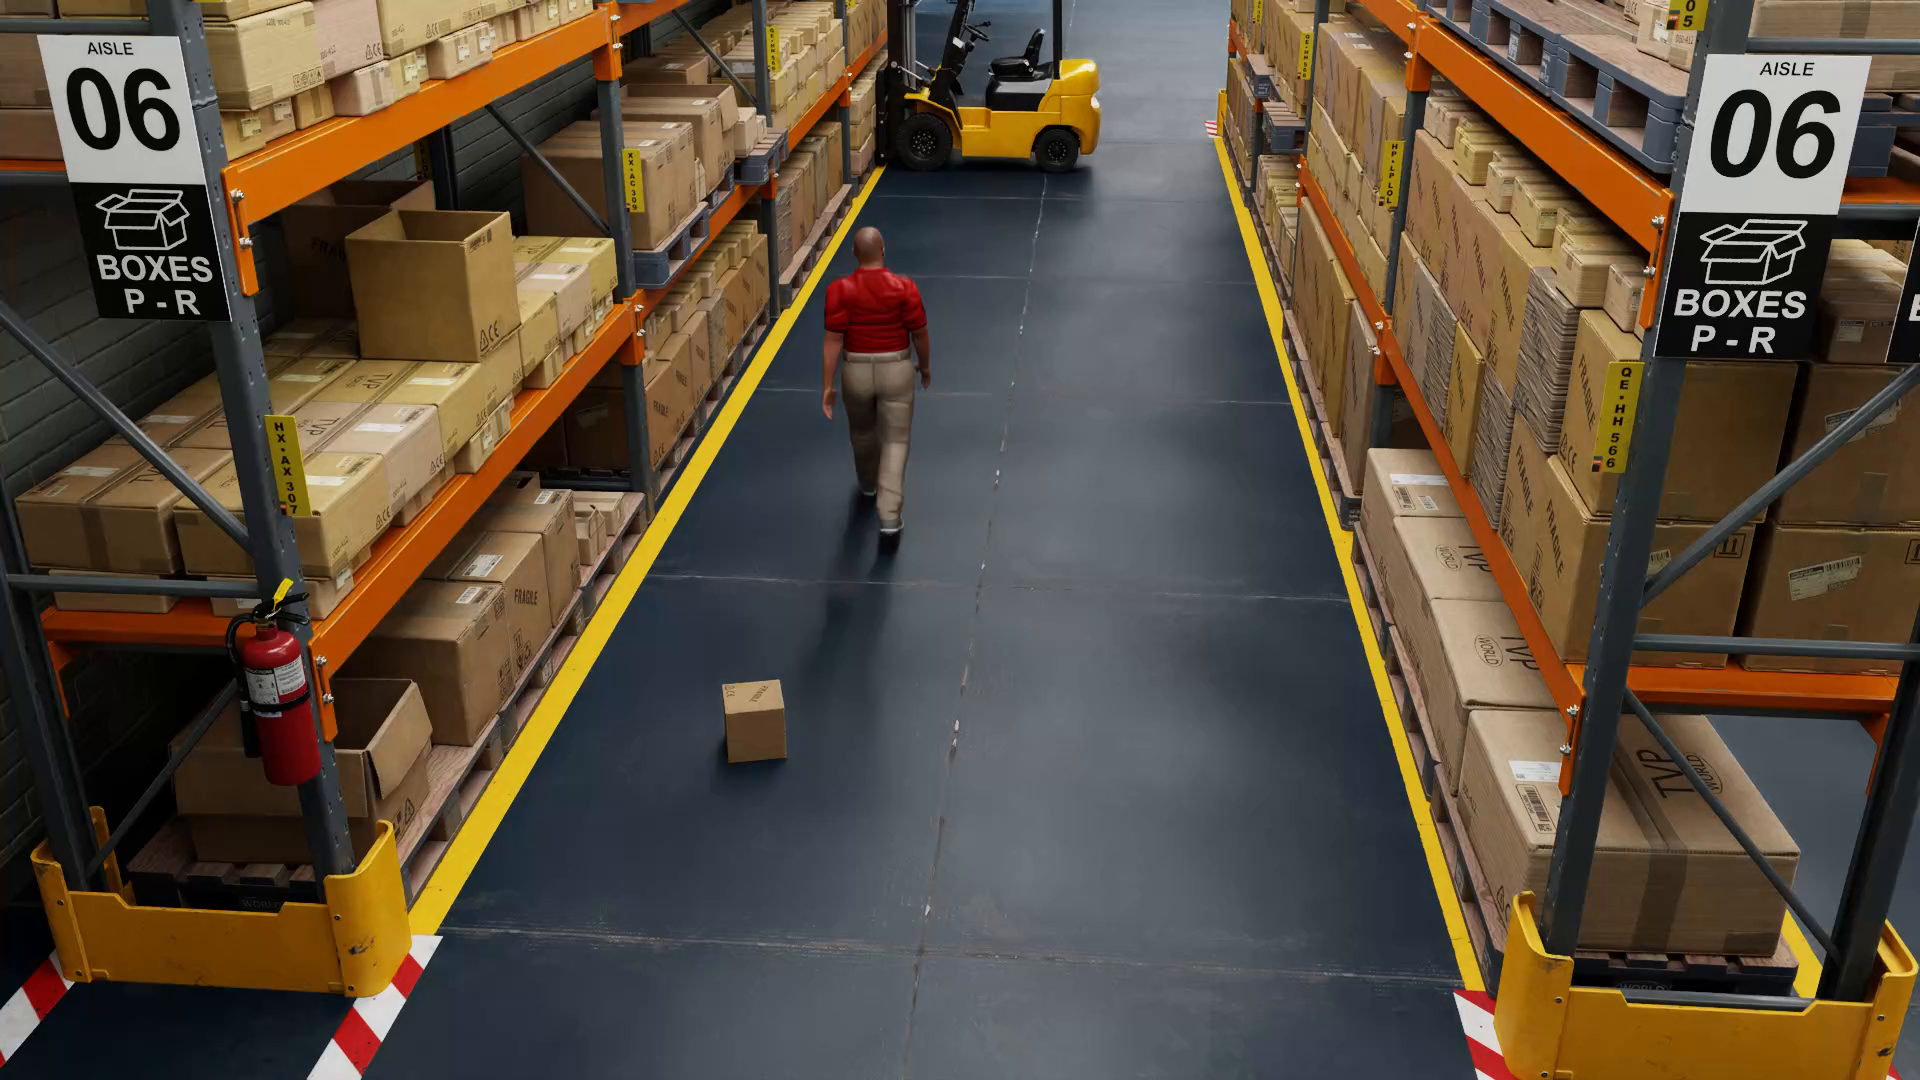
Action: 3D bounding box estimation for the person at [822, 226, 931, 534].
[{"bbox_3d":[-0.447,-0.921,9.171,0.569,1.671,1.056,2,24,5],"label":"person"}]
